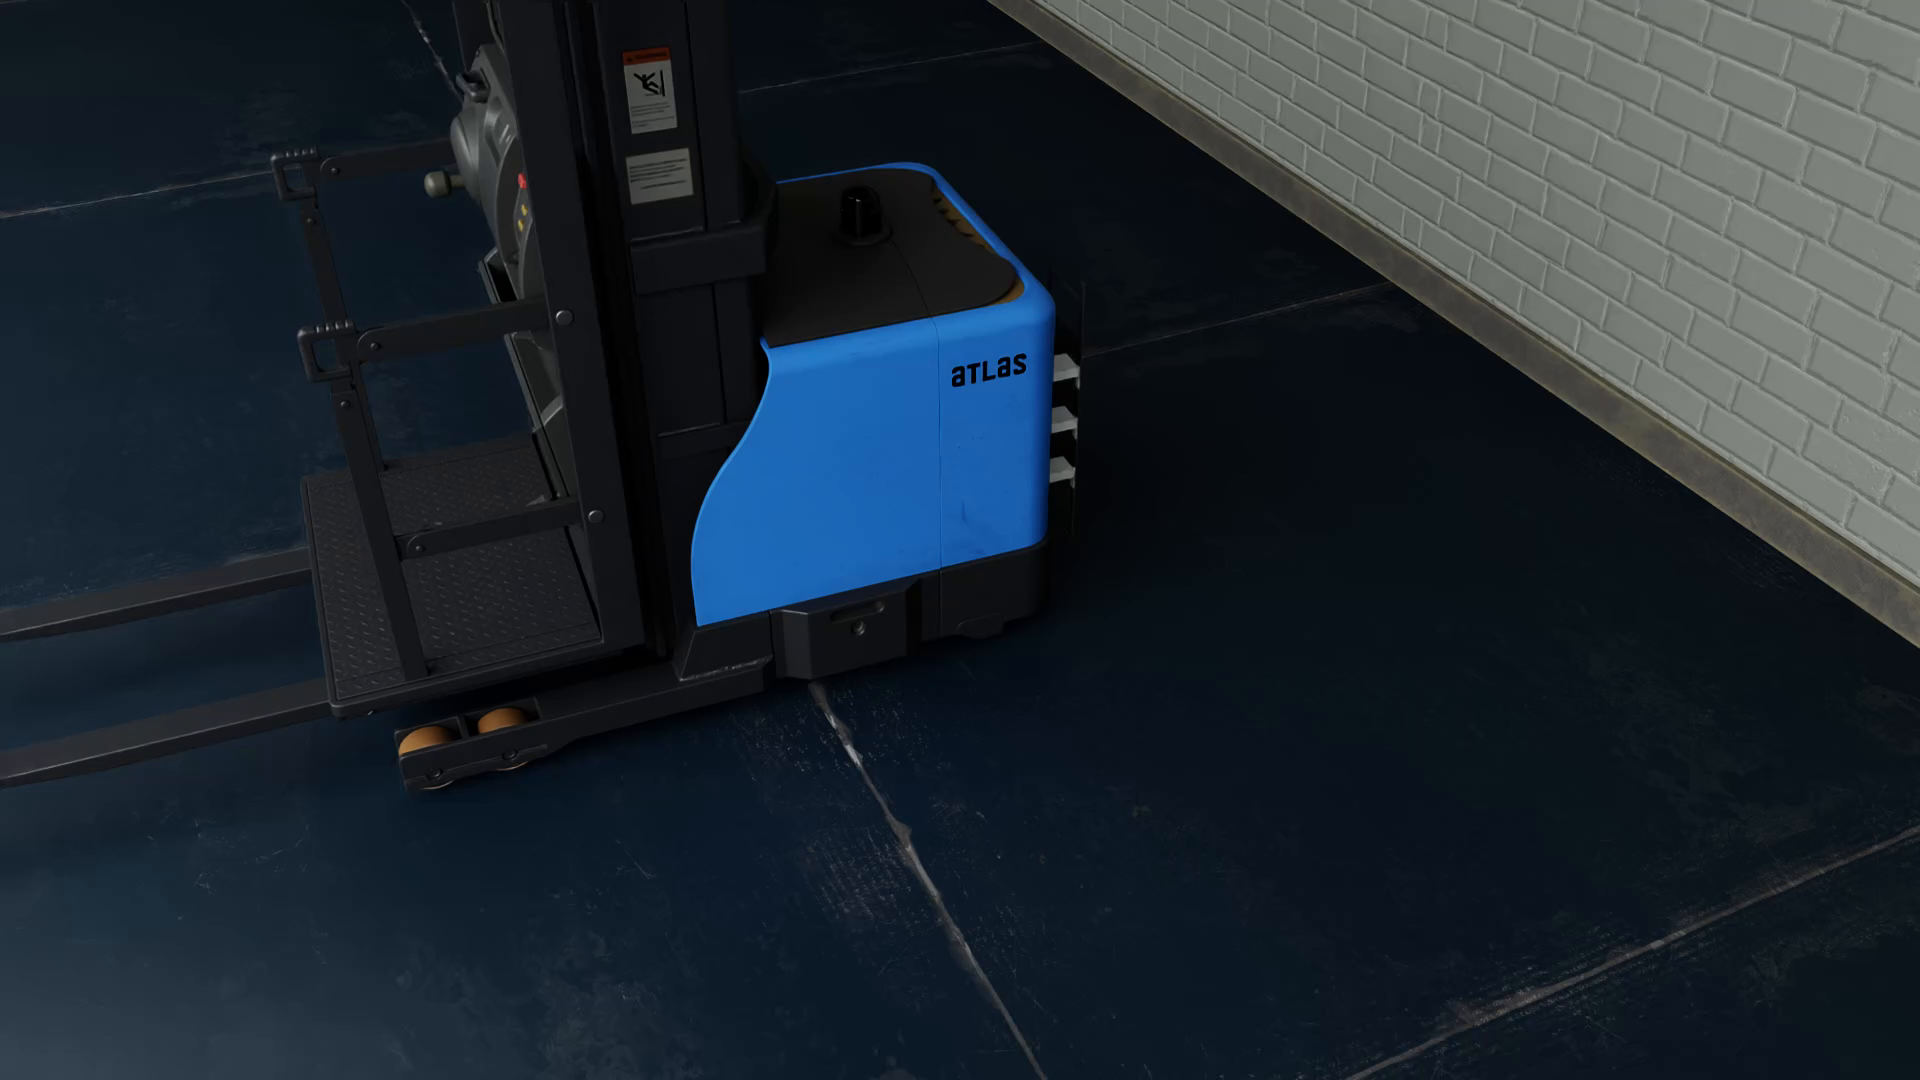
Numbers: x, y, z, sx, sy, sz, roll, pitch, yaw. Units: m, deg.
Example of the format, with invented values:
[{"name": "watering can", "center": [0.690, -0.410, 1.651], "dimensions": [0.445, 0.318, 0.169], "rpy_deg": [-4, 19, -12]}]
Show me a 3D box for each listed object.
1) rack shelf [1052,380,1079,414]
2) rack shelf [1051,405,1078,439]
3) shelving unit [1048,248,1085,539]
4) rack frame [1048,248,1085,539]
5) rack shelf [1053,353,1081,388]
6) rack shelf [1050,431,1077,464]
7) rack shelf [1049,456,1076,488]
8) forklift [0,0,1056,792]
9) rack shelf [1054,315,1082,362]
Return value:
[{"name": "rack shelf", "center": [0.215, -0.454, 5.011], "dimensions": [0.200, 0.077, 0.258], "rpy_deg": [-13, 39, -17]}, {"name": "rack shelf", "center": [0.215, -0.381, 5.065], "dimensions": [0.200, 0.077, 0.258], "rpy_deg": [-13, 39, -17]}, {"name": "shelving unit", "center": [0.215, -0.408, 5.045], "dimensions": [0.210, 0.900, 0.258], "rpy_deg": [-13, 39, -17]}, {"name": "rack frame", "center": [0.309, -0.431, 5.075], "dimensions": [0.006, 0.900, 0.240], "rpy_deg": [-13, 39, -17]}, {"name": "rack shelf", "center": [0.215, -0.526, 4.958], "dimensions": [0.200, 0.077, 0.258], "rpy_deg": [-13, 39, -17]}, {"name": "rack shelf", "center": [0.215, -0.309, 5.119], "dimensions": [0.200, 0.077, 0.258], "rpy_deg": [-13, 39, -17]}, {"name": "rack shelf", "center": [0.215, -0.237, 5.172], "dimensions": [0.200, 0.077, 0.258], "rpy_deg": [-13, 39, -17]}, {"name": "forklift", "center": [-1.305, -0.880, 3.976], "dimensions": [3.031, 2.935, 1.130], "rpy_deg": [-13, 39, -17]}, {"name": "rack shelf", "center": [0.215, -0.598, 4.904], "dimensions": [0.200, 0.077, 0.258], "rpy_deg": [-13, 39, -17]}]
